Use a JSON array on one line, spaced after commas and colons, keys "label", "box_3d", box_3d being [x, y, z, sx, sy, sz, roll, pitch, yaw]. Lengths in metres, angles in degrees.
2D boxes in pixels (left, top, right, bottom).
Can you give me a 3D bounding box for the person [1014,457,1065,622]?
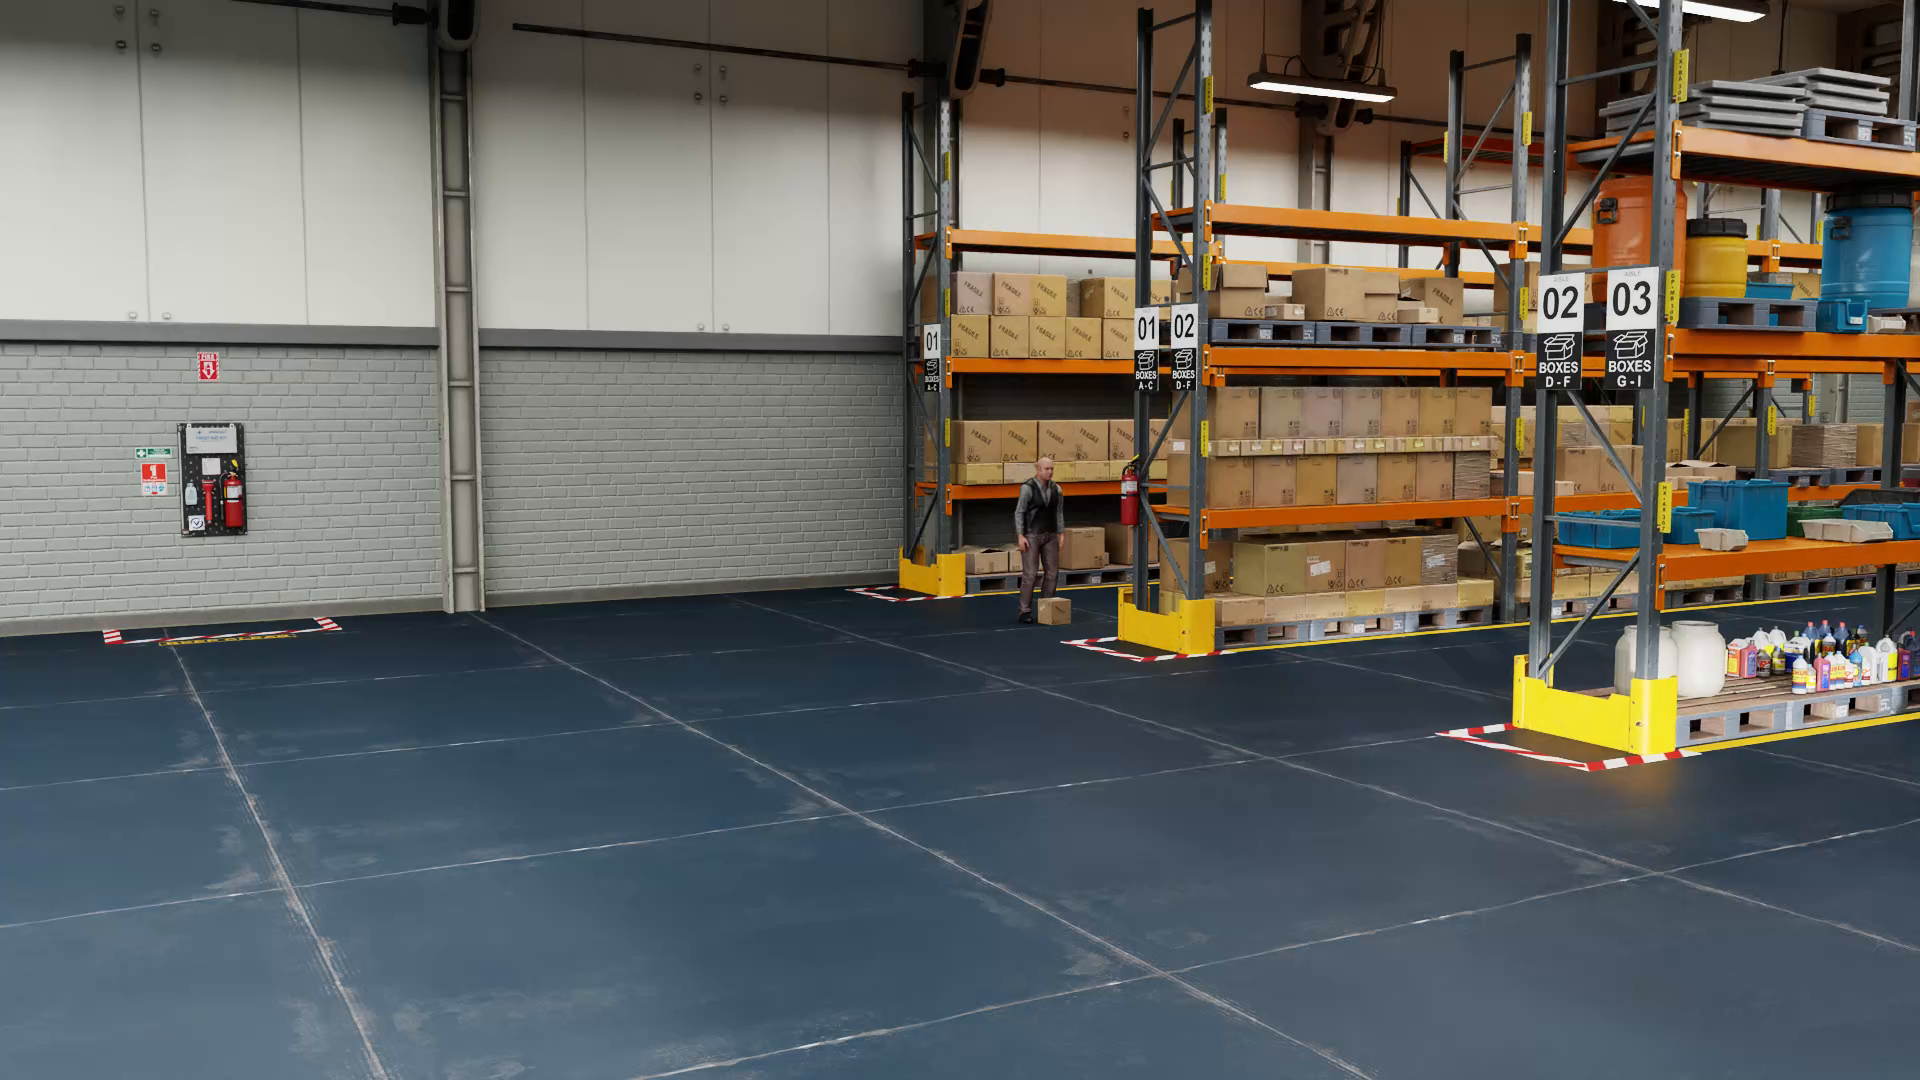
[{"label": "person", "box_3d": [0.837, -0.011, 17.510, 0.581, 1.721, 0.420, -3, 6, -28]}]
